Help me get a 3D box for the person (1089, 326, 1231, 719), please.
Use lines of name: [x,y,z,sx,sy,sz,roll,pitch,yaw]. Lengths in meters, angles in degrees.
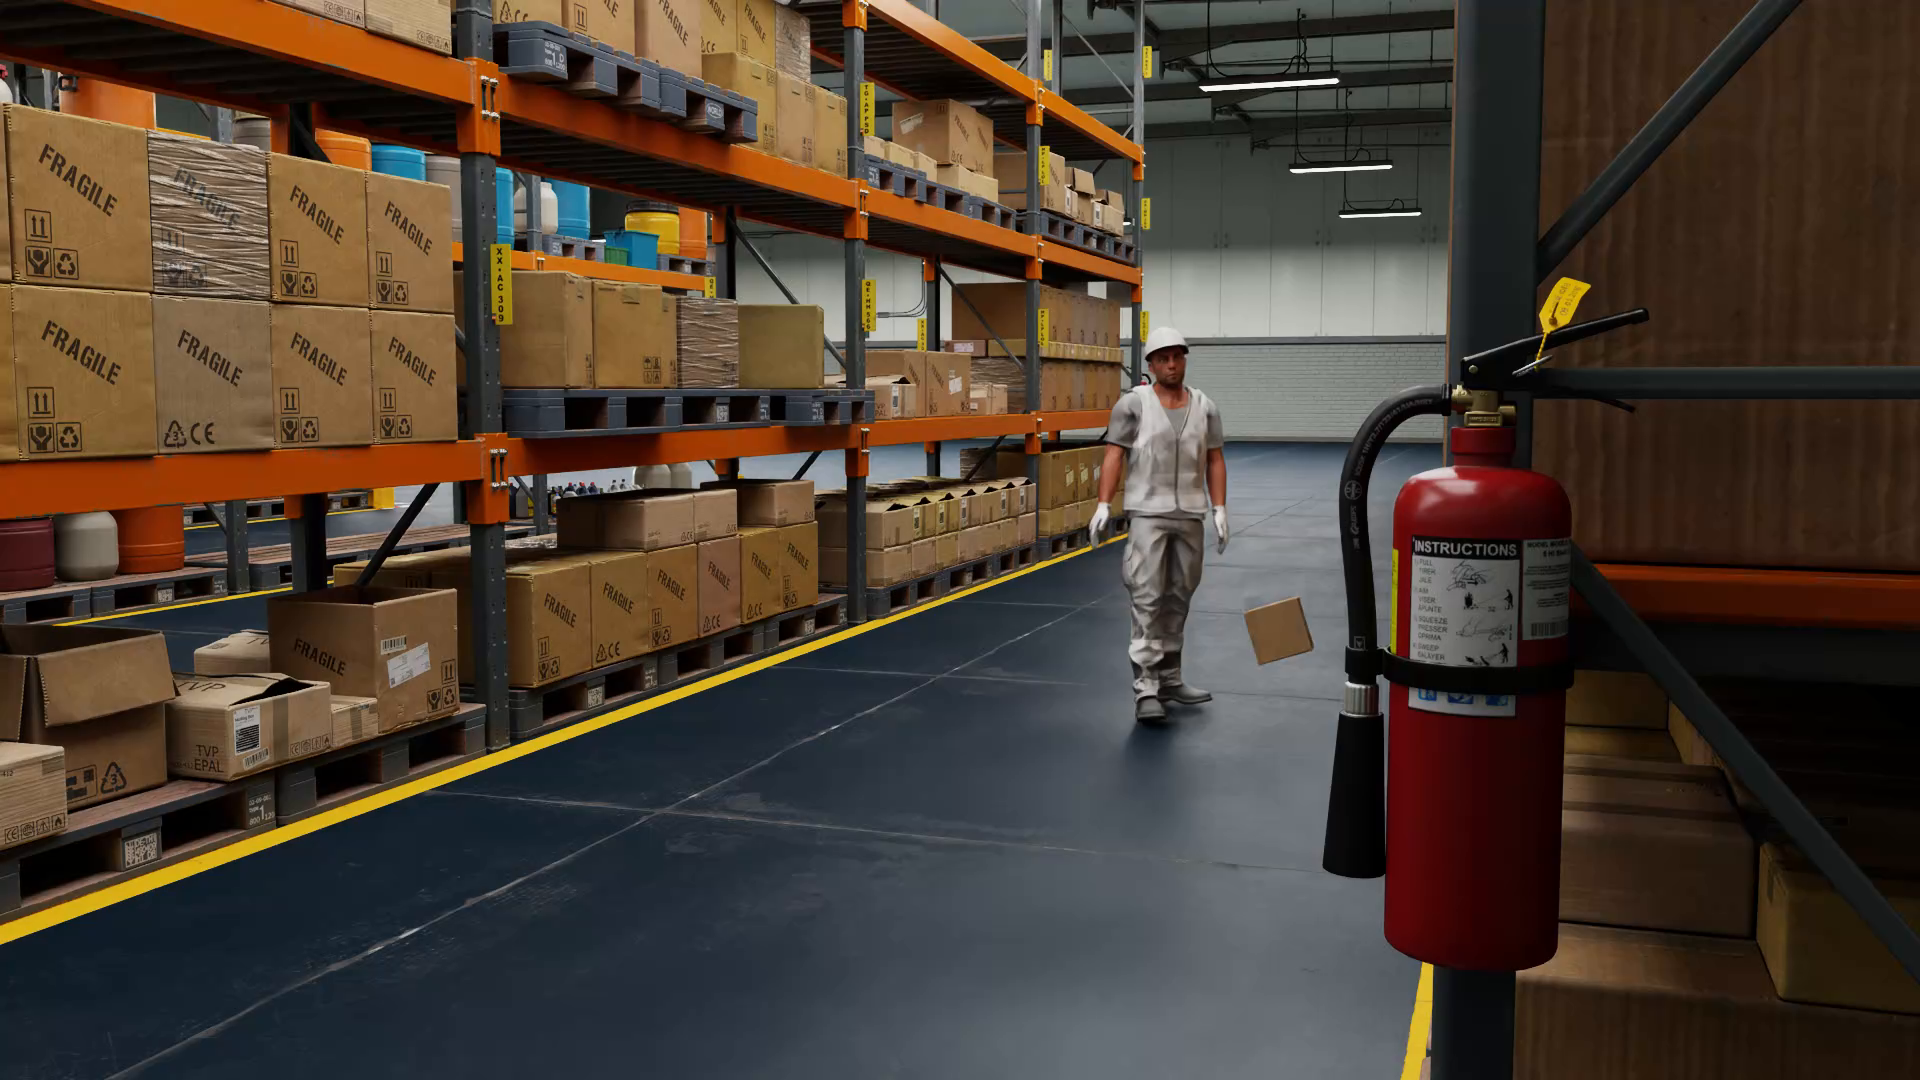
person: [0.923,-0.085,7.625,0.693,1.789,0.634,-1,5,-16]
